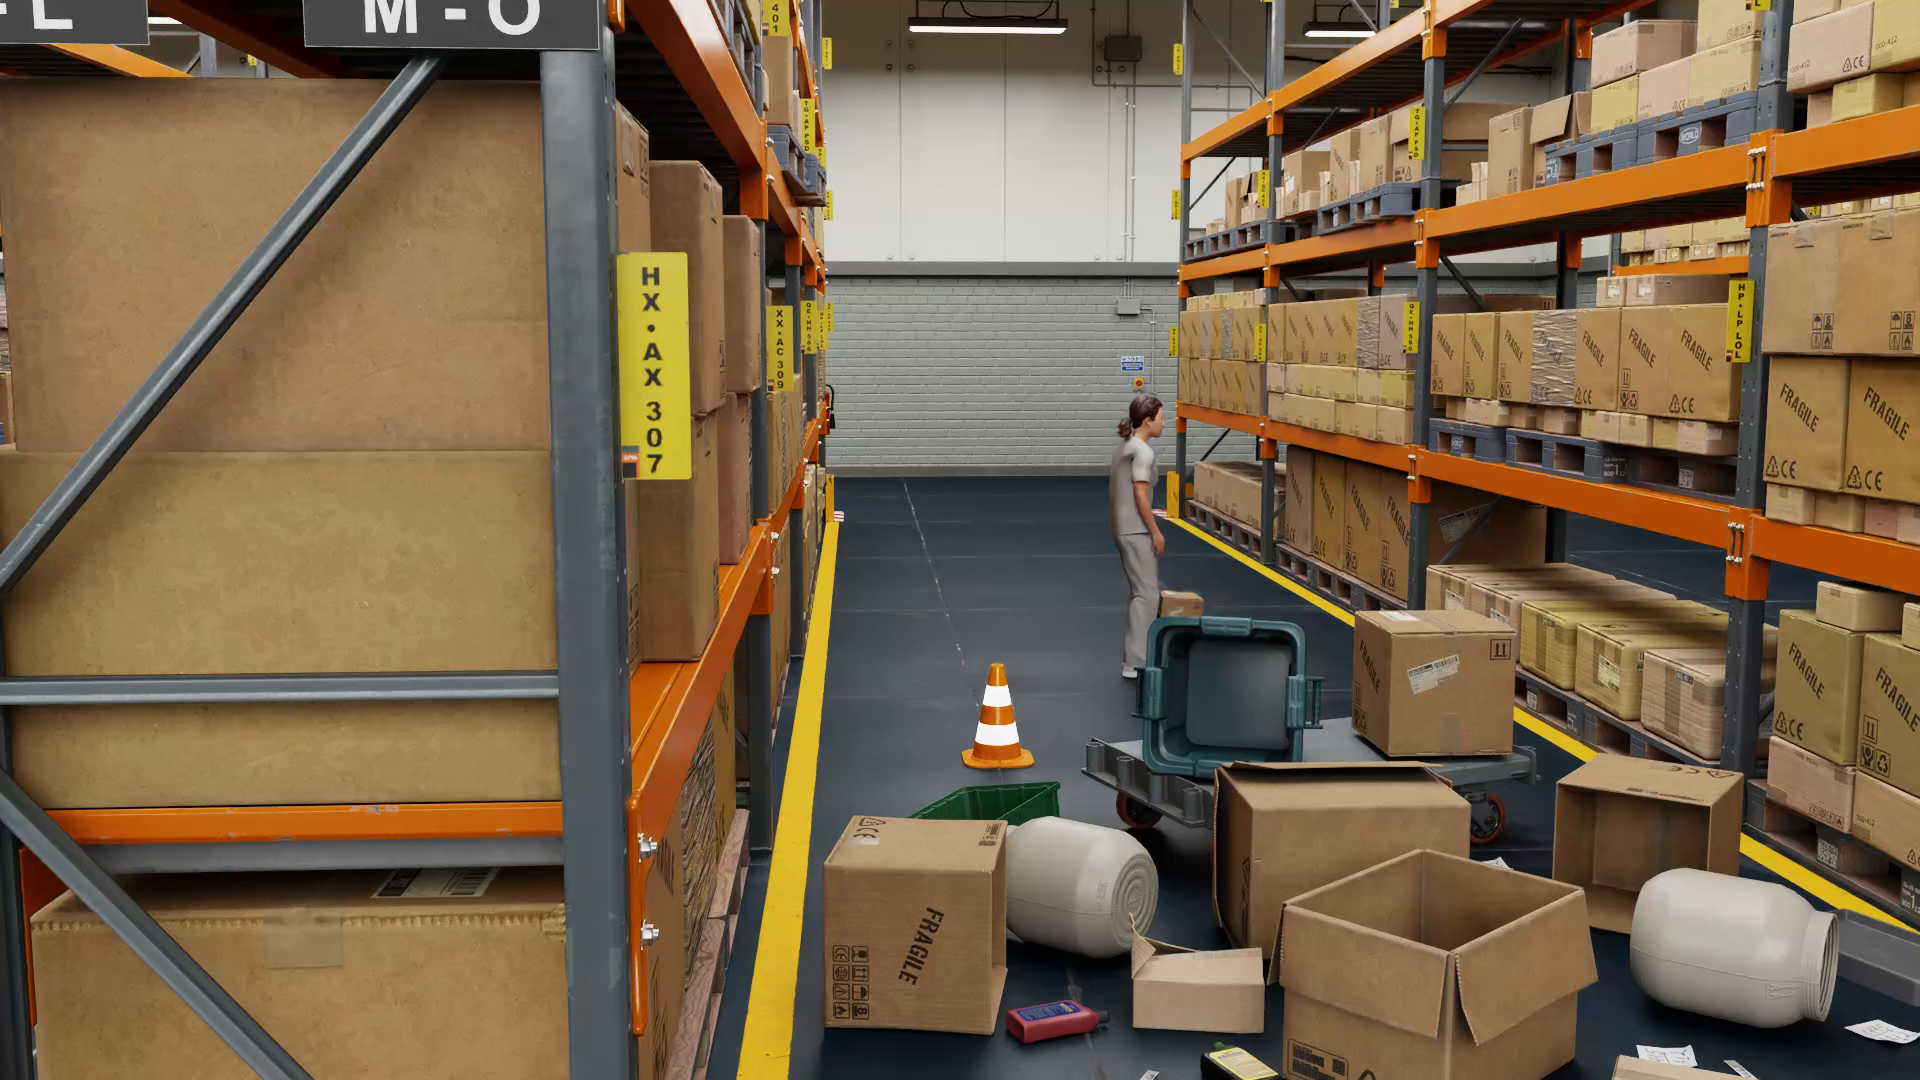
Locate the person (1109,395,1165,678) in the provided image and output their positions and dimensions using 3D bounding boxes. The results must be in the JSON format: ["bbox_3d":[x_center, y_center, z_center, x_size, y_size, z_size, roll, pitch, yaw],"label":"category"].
[{"bbox_3d":[1.108,-0.027,9.989,0.415,1.670,0.480,-1,7,-5],"label":"person"}]
